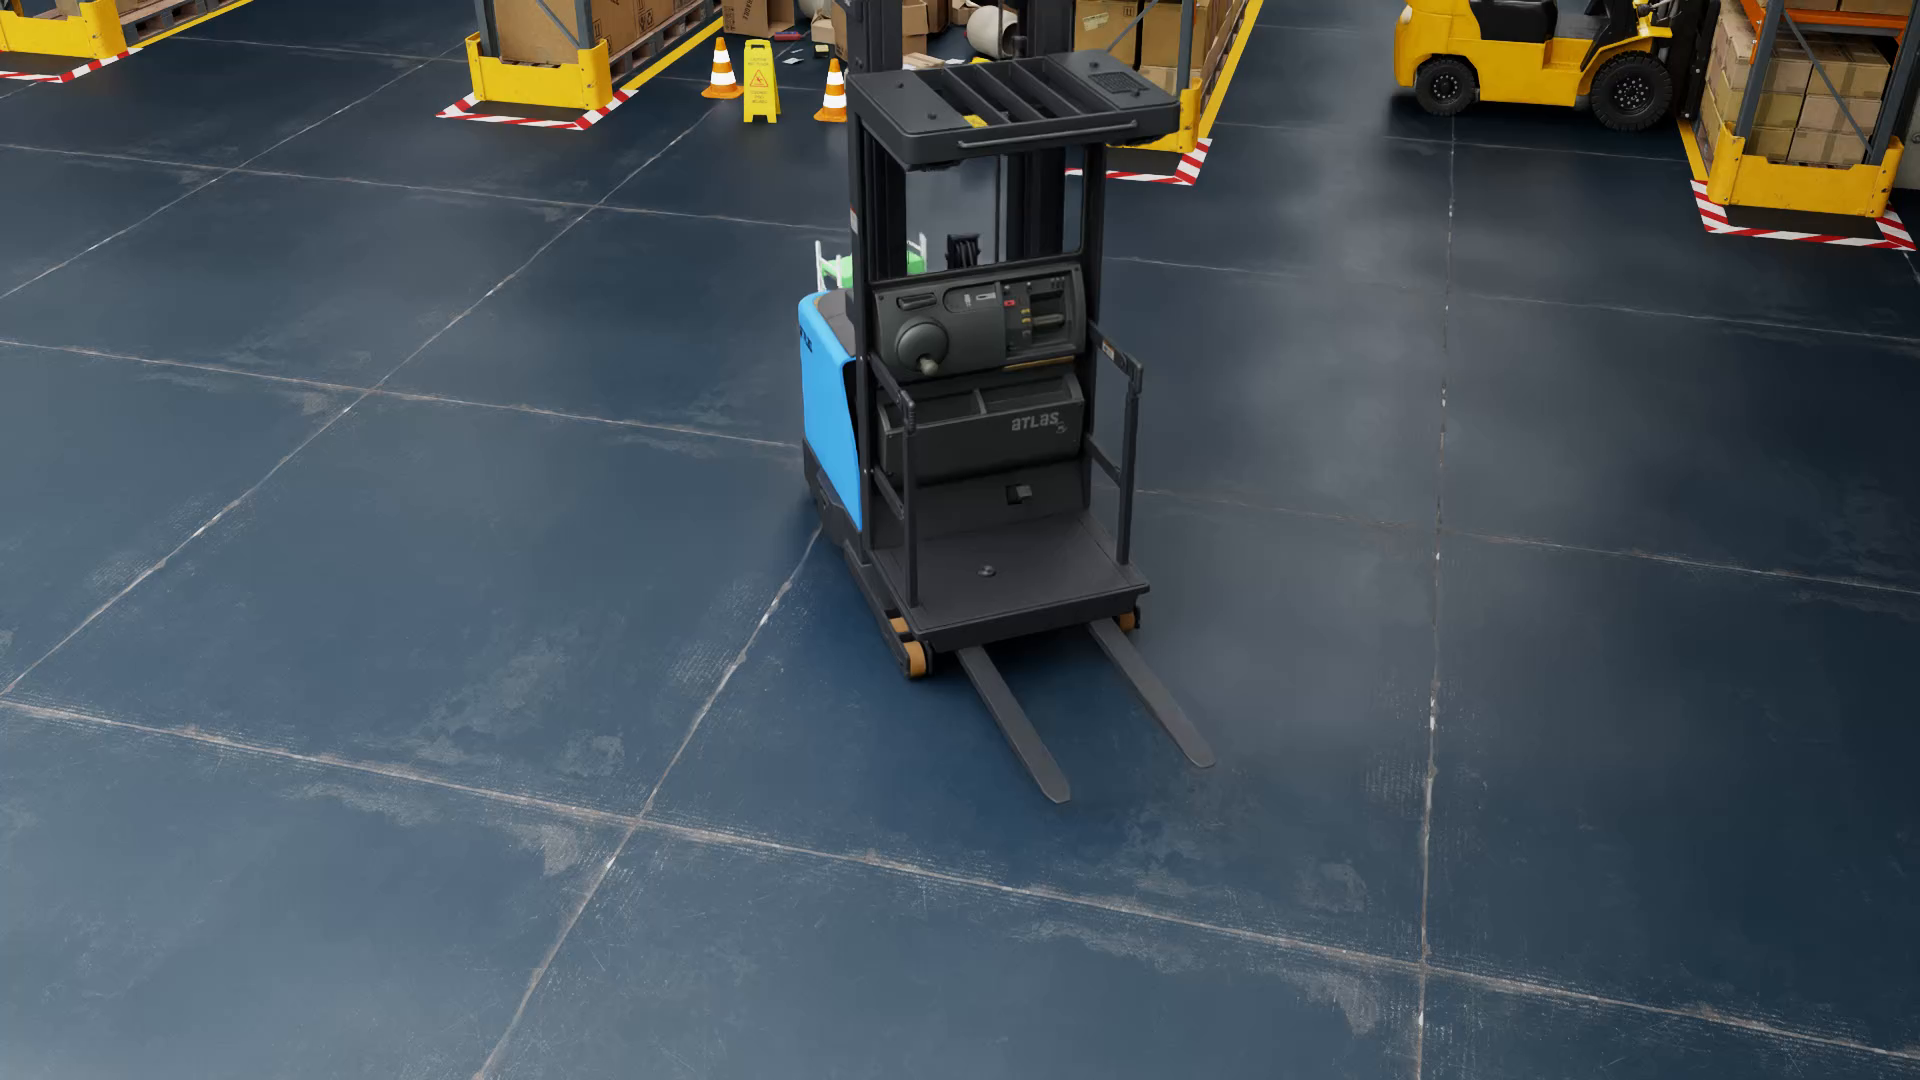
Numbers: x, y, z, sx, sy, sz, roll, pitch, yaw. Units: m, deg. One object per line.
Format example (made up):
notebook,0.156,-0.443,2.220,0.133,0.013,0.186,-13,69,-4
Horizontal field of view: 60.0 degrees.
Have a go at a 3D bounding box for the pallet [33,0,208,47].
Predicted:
pallet,-8.049,-5.043,15.985,1.003,0.211,1.213,8,33,12

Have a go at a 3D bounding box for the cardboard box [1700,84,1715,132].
cardboard box,6.028,-3.300,12.817,0.500,0.250,0.500,8,33,12

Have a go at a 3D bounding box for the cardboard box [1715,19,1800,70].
cardboard box,6.018,-3.726,12.555,0.500,0.250,0.500,9,33,13

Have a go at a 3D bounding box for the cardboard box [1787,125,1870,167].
cardboard box,6.392,-2.985,12.321,0.500,0.250,0.500,8,33,13

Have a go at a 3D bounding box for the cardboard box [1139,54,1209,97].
cardboard box,1.749,-3.812,13.621,0.500,0.250,0.500,8,33,12

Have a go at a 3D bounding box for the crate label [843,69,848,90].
crate label,-0.883,-3.996,14.408,0.250,0.136,0.298,-8,33,-13

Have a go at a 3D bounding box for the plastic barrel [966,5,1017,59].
plastic barrel,0.336,-4.605,15.099,0.421,0.421,0.512,-21,38,-29

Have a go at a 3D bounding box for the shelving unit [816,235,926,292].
shelving unit,-0.446,-1.012,8.718,0.503,1.200,0.258,-18,36,-27

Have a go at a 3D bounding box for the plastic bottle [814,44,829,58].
plastic bottle,-1.271,-4.494,15.262,0.133,0.061,0.283,-3,33,-4

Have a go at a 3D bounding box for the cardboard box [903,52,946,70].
cardboard box,-0.345,-4.166,14.664,0.380,0.149,0.250,28,42,36

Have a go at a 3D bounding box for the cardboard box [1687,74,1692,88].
cardboard box,6.274,-3.831,13.652,0.500,0.250,0.500,9,34,14

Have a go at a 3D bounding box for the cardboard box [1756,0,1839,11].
cardboard box,5.950,-4.073,11.768,0.500,0.500,0.500,7,33,11

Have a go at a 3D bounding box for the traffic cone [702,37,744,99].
traffic cone,-2.029,-4.047,14.185,0.336,0.463,0.334,8,33,12

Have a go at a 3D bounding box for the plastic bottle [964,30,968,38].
plastic bottle,0.150,-4.835,15.799,0.133,0.061,0.283,14,35,21

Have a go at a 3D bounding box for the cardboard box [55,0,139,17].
cardboard box,-8.134,-5.207,15.584,0.500,0.500,0.500,14,35,21

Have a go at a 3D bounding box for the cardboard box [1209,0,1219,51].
cardboard box,1.883,-4.412,13.867,0.500,0.500,0.500,7,33,11

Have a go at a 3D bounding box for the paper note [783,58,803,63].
paper note,-1.507,-4.343,15.054,0.144,0.017,0.142,20,38,29

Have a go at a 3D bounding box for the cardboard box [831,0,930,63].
cardboard box,-0.727,-4.617,15.043,0.797,0.503,0.637,-14,35,-21

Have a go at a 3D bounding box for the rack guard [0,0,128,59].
rack guard,-8.290,-4.748,15.252,1.175,0.500,0.348,8,33,12

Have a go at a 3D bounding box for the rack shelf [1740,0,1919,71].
rack shelf,6.586,-4.474,13.163,1.077,0.370,4.000,8,33,12

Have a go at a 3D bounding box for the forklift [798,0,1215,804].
forklift,0.168,-0.879,6.901,1.130,2.935,3.031,-11,34,-17

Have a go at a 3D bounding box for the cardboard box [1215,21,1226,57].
cardboard box,2.012,-4.360,14.485,0.500,0.250,0.500,10,34,16

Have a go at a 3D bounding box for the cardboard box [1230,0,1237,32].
cardboard box,2.276,-4.885,15.310,0.500,0.250,0.500,7,33,11

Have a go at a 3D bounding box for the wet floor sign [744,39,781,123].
wet floor sign,-1.629,-3.757,13.559,0.267,0.644,0.232,3,33,4

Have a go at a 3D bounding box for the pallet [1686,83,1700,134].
pallet,6.544,-3.597,13.711,1.003,0.211,1.213,8,33,12

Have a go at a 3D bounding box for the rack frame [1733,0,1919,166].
rack frame,6.079,-3.740,11.337,1.000,3.000,0.127,8,33,12

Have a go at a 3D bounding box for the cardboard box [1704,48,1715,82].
cardboard box,6.148,-3.793,13.125,0.500,0.250,0.500,7,33,11

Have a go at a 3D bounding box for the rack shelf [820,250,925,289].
rack shelf,-0.449,-1.366,8.500,0.480,0.148,0.258,-18,36,-27

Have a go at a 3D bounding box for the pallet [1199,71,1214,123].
pallet,1.536,-3.693,13.863,1.003,0.211,1.213,8,33,12

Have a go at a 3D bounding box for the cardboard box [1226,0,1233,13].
cardboard box,2.145,-4.950,14.713,0.500,0.500,0.500,10,34,15

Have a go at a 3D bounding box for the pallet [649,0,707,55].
pallet,-3.098,-4.915,15.785,1.003,0.211,1.213,8,33,12

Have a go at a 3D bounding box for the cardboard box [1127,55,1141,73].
cardboard box,1.228,-3.899,13.759,0.500,0.250,0.500,8,33,12

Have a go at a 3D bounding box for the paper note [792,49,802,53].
paper note,-1.503,-4.509,15.333,0.032,0.001,0.123,28,42,36

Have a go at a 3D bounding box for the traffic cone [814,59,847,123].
traffic cone,-1.022,-3.717,13.665,0.336,0.463,0.334,8,33,12

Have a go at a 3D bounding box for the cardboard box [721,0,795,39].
cardboard box,-1.923,-5.112,15.823,0.500,0.500,0.500,14,35,21

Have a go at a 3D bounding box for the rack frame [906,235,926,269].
rack frame,-0.239,-1.081,8.828,0.015,1.200,0.240,-18,36,-27

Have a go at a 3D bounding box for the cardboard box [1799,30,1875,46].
cardboard box,6.507,-3.662,12.454,0.500,0.250,0.500,8,33,12

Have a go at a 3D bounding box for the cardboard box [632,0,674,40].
cardboard box,-3.208,-5.134,15.119,0.875,0.875,0.875,8,33,12

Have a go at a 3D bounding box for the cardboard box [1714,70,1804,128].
cardboard box,5.900,-3.263,12.292,0.500,0.250,0.500,8,33,12

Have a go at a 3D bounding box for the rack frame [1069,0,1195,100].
rack frame,1.277,-4.414,12.397,1.000,3.000,0.127,8,33,12

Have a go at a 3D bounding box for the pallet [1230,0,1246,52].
pallet,2.155,-4.960,15.855,1.003,0.211,1.213,8,33,12

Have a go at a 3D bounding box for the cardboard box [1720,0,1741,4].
cardboard box,6.272,-4.251,13.381,0.500,0.250,0.500,7,33,11

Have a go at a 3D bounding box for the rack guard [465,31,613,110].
rack guard,-3.543,-3.968,14.026,1.175,0.500,0.348,8,33,12
